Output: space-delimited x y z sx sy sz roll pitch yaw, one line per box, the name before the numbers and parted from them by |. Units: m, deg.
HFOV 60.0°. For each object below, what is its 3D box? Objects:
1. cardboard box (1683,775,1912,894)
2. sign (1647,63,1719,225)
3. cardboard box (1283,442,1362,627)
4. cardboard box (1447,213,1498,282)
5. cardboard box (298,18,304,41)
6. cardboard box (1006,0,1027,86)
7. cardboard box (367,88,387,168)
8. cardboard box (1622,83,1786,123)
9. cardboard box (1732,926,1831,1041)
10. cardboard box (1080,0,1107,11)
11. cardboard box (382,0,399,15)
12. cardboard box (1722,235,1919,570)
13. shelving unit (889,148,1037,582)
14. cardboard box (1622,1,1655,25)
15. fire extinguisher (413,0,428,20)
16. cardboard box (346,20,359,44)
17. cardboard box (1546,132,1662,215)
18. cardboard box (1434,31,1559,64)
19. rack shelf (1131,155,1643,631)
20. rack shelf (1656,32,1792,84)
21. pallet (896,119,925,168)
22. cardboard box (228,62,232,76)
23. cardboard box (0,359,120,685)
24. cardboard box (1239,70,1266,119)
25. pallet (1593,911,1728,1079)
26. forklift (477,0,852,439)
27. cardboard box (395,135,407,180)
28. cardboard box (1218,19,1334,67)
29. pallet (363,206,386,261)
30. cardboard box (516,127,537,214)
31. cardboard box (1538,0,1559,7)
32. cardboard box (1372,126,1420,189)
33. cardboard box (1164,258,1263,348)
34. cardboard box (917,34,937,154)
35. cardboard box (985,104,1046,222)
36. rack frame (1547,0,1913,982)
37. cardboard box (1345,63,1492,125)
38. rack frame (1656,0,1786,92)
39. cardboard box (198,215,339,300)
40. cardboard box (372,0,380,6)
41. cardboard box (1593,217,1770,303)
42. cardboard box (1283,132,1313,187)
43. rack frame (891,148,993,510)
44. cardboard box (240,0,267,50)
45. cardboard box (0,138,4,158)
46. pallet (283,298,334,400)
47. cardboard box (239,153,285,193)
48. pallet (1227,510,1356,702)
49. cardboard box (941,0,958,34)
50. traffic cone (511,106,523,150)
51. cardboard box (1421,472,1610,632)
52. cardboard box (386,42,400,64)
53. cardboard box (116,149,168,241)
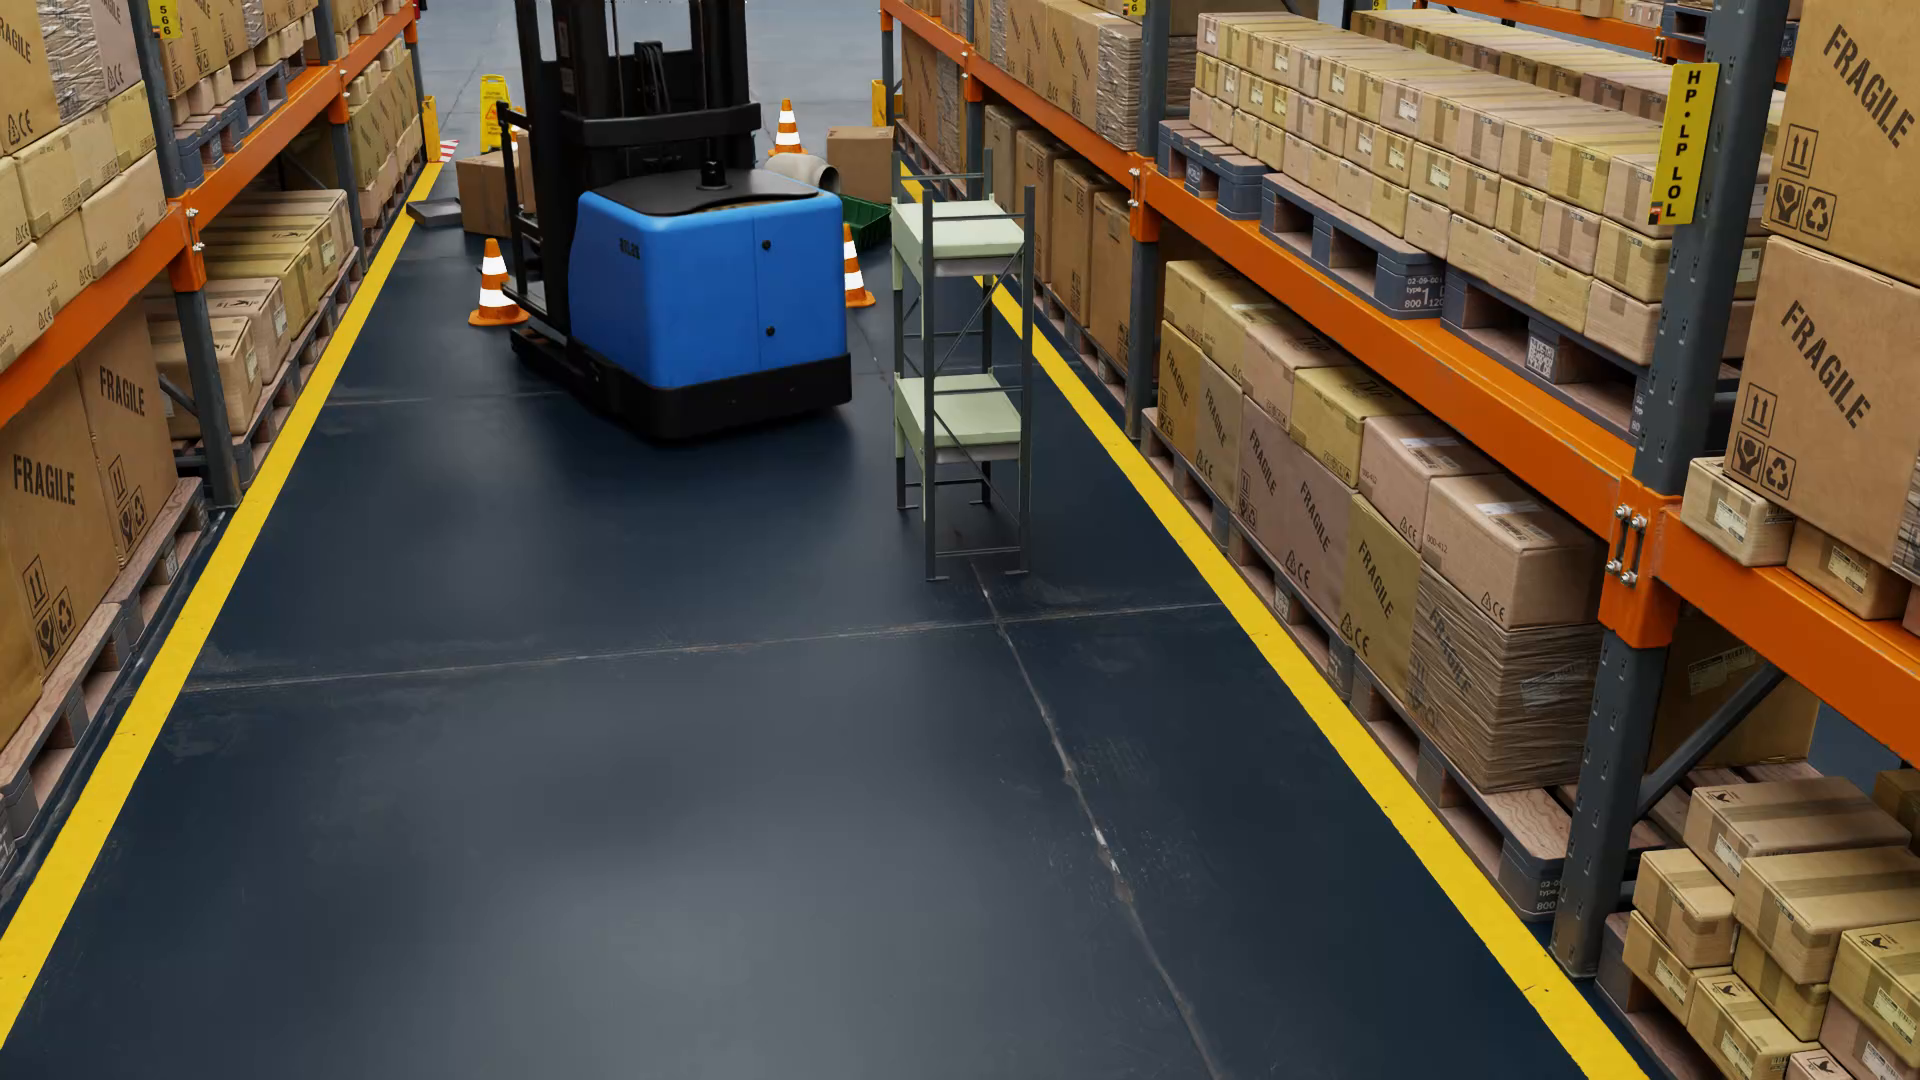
cardboard box | 1.885 0.672 3.758 0.380 0.149 0.250 -3 24 -8
sign | 1.480 -0.808 3.407 0.100 0.325 0.005 -4 24 -10
cardboard box | 1.455 -0.044 5.701 0.500 0.500 0.500 -5 24 -11
cardboard box | 1.618 -0.838 4.710 0.380 0.149 0.250 -6 24 -12
cardboard box | -3.903 -2.851 9.320 0.380 0.149 0.250 -5 24 -11
cardboard box | 0.562 -2.891 9.496 0.500 0.500 0.500 -4 24 -10
cardboard box | -4.255 -2.799 11.384 0.500 0.500 0.500 -3 24 -8
cardboard box | 2.210 -1.269 4.953 0.380 0.149 0.250 -5 24 -10
cardboard box | 1.912 0.917 3.569 0.380 0.149 0.250 -4 24 -9
cardboard box | 1.020 -2.975 8.441 0.700 0.500 0.500 -5 24 -11
cardboard box | -4.501 -4.095 12.692 0.380 0.149 0.250 -4 24 -9
cardboard box | 1.869 -0.289 3.167 0.500 0.500 0.500 -5 24 -11
shelving unit | -0.001 -0.690 6.456 0.431 1.500 0.755 -4 24 -10
cardboard box | 5.073 -3.841 12.111 0.380 0.149 0.250 -4 24 -10
fire extinguisher | -4.608 -4.678 13.810 0.296 0.674 0.183 -4 24 -10
cardboard box | -4.232 -3.391 11.080 0.380 0.149 0.250 -4 24 -8
cardboard box | 1.708 -0.919 4.153 0.380 0.149 0.250 -5 24 -11
cardboard box | 1.972 -1.778 6.119 0.380 0.149 0.250 -4 24 -8
rack shelf | 1.655 -0.777 5.681 1.077 0.370 4.000 -4 24 -10
rack shelf | 5.809 -2.678 10.033 1.077 0.370 4.000 -4 24 -10
pallet | 0.031 -3.454 14.394 1.003 0.211 1.213 -4 24 -10
cardboard box | -3.705 -2.238 7.916 0.380 0.149 0.250 -3 24 -8
cardboard box | -3.354 -0.077 5.309 0.875 0.875 0.875 -4 24 -9
cardboard box | 1.282 -1.691 6.292 0.380 0.149 0.250 -5 24 -11
pallet | 2.184 1.219 3.695 1.003 0.211 1.213 -4 24 -10
forklift | -1.768 -2.345 8.458 1.130 2.935 3.031 -15 28 -31
cardboard box | -4.436 -2.859 12.459 0.500 0.250 0.500 -5 24 -12
cardboard box | 1.233 -1.942 6.495 0.380 0.149 0.250 -5 24 -11
pallet | -4.459 -2.045 11.168 1.003 0.211 1.213 -4 24 -10
cardboard box | -2.557 -2.406 10.688 0.500 0.500 0.500 -4 24 -10
cardboard box | 4.847 -4.333 13.238 0.380 0.149 0.250 -4 24 -10
cardboard box | 1.510 -1.194 5.154 0.380 0.149 0.250 -4 24 -10
cardboard box | 1.175 -0.995 6.942 0.500 0.250 0.500 -5 24 -12
cardboard box | 0.161 -3.651 13.493 0.875 0.875 0.875 -5 24 -11
cardboard box | 0.749 -2.391 10.763 1.050 0.750 0.750 -4 24 -10
rack frame | 2.025 -0.320 3.736 1.000 3.000 0.127 -4 24 -10
cardboard box | 1.467 -1.432 5.328 0.380 0.149 0.250 -5 24 -10
rack frame | 5.439 -3.794 11.690 1.000 3.000 0.127 -4 24 -10
cardboard box | -4.065 -1.561 9.334 0.950 0.372 0.625 -3 24 -6
cardboard box | -4.417 -4.028 11.729 0.500 0.500 0.500 -4 24 -9
cardboard box | 1.757 -0.676 3.967 0.380 0.149 0.250 -4 24 -8
cardboard box | 1.372 -1.358 5.900 0.380 0.149 0.250 -4 24 -8
rack frame | -0.069 -0.834 6.785 0.400 1.500 0.023 -4 24 -10
cardboard box | -3.709 -2.666 8.086 0.500 0.500 0.500 -5 24 -12
cardboard box | -2.933 -1.211 4.401 0.500 0.500 0.500 -5 24 -11
pallet | -3.926 -0.996 8.767 1.003 0.211 1.213 -4 24 -10
cardboard box | -4.674 -2.550 10.814 0.500 0.500 0.500 -5 24 -10
pallet | 1.651 0.171 6.096 1.003 0.211 1.213 -4 24 -10
cardboard box | 0.342 -3.895 11.732 0.875 0.550 0.550 -4 24 -10
traffic cone | -3.693 -3.398 13.952 0.336 0.463 0.334 -4 24 -10
cardboard box | 1.639 0.015 4.630 0.500 0.250 0.500 -5 24 -11
cardboard box | -4.458 -3.673 12.576 0.380 0.149 0.250 -4 24 -9
cardboard box | -3.212 -1.239 6.027 0.500 0.250 0.500 -5 24 -12
